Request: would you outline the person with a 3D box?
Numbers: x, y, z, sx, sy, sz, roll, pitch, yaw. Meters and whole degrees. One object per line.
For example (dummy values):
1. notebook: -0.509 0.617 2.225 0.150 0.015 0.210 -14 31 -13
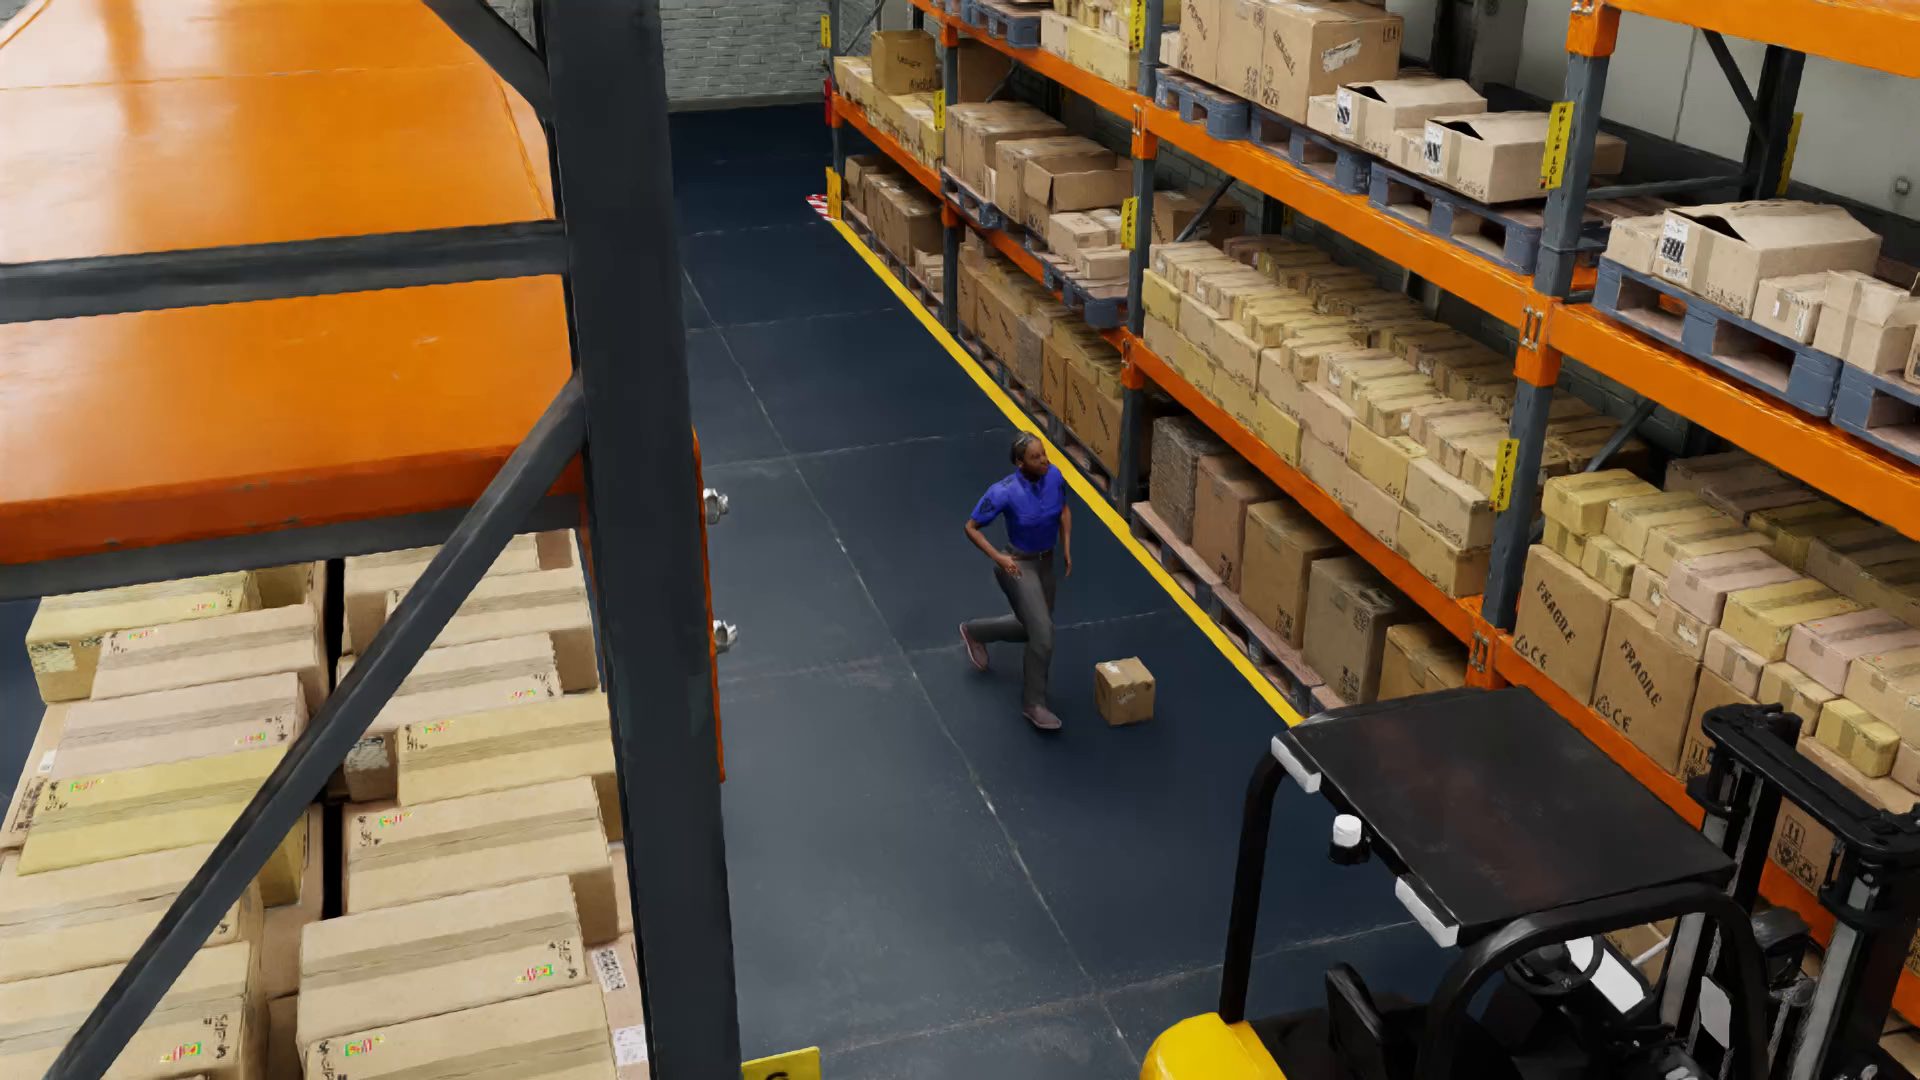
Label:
1. person: 0.371 0.123 8.990 0.870 1.535 0.625 21 33 35
